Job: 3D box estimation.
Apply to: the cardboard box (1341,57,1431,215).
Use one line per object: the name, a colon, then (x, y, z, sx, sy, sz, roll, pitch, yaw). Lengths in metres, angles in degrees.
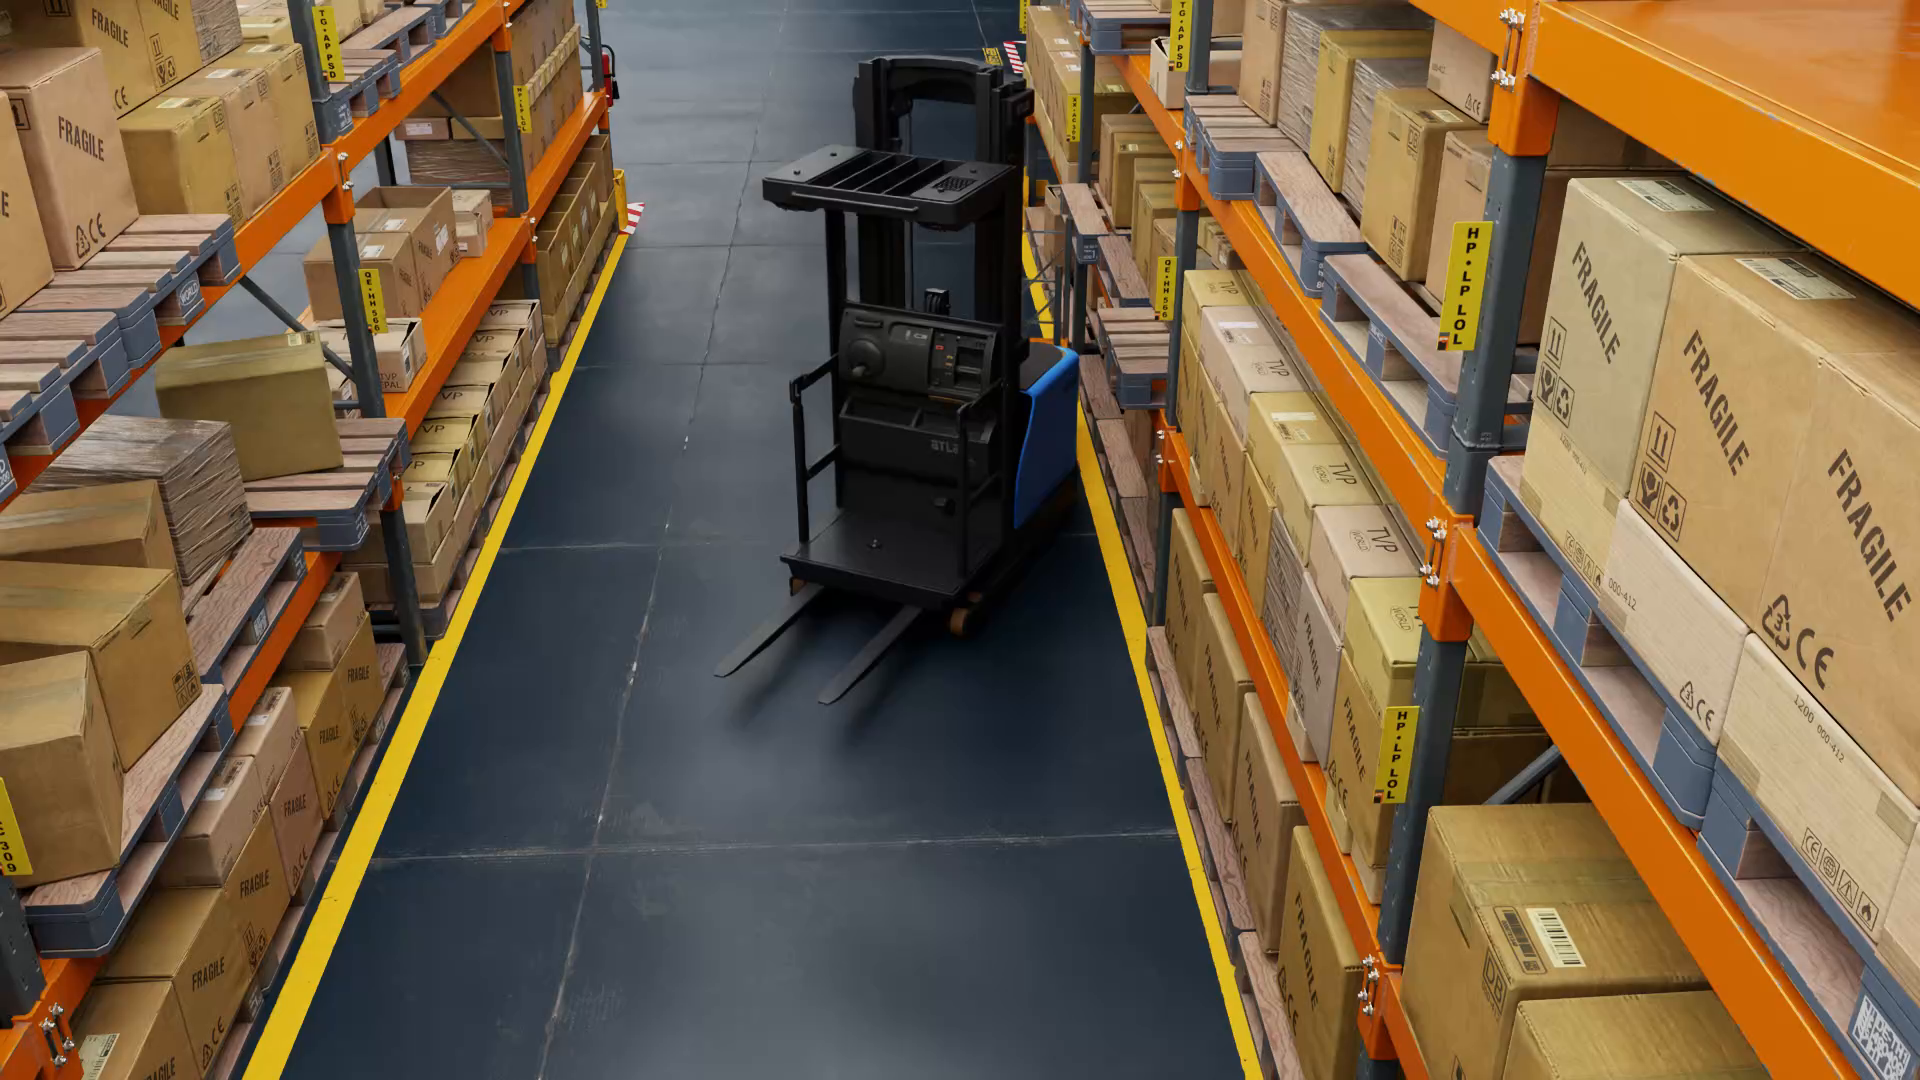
cardboard box: (1.778, -1.400, 5.862, 0.700, 0.500, 0.500, -1, 28, -3)

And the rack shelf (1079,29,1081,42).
rack shelf: (1.248, -4.562, 13.287, 1.077, 0.370, 4.000, -1, 28, -3)

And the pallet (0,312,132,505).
pallet: (-3.141, -0.361, 4.658, 1.213, 0.211, 1.003, -1, 28, -3)

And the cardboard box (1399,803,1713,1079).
cardboard box: (1.782, 1.185, 4.410, 0.980, 0.700, 0.700, -1, 28, -2)

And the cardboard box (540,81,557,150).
cardboard box: (-3.708, -3.467, 13.545, 0.700, 0.500, 0.500, -1, 28, -1)

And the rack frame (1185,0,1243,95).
rack frame: (1.561, -3.440, 7.115, 1.000, 3.000, 0.127, -1, 28, -3)

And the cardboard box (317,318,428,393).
cardboard box: (-3.239, -1.037, 9.091, 0.500, 0.311, 0.500, -2, 28, -3)

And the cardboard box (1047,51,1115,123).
cardboard box: (0.972, -3.576, 13.193, 0.500, 0.500, 0.500, -2, 28, -4)

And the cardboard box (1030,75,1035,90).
cardboard box: (0.893, -3.944, 14.710, 0.500, 0.250, 0.500, -2, 28, -4)

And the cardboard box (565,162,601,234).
cardboard box: (-3.411, -2.951, 14.372, 0.500, 0.500, 0.500, -1, 28, -3)

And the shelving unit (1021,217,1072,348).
shelving unit: (0.443, -1.270, 11.063, 0.587, 1.500, 1.083, 3, 28, 6)

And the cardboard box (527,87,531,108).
cardboard box: (-3.458, -3.323, 12.568, 0.380, 0.149, 0.250, -2, 28, -3)

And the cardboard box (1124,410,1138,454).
cardboard box: (1.471, -0.901, 10.960, 0.700, 0.500, 0.500, -1, 28, -2)

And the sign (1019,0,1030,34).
sign: (0.602, -4.845, 15.360, 0.100, 0.325, 0.005, -1, 28, -3)

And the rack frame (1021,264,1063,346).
rack frame: (0.383, -1.041, 10.624, 0.500, 1.500, 0.032, 3, 28, 6)

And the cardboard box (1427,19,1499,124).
cardboard box: (1.811, -1.499, 5.242, 0.500, 0.250, 0.500, -2, 28, -4)

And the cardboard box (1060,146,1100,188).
cardboard box: (1.025, -2.781, 12.479, 0.500, 0.250, 0.500, -1, 28, -3)

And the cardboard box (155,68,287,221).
cardboard box: (-3.302, -1.597, 6.716, 0.910, 0.500, 0.500, -1, 28, -3)

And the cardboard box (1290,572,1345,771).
cardboard box: (1.458, 0.440, 5.712, 0.500, 0.500, 0.500, -1, 28, -2)

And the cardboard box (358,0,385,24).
cardboard box: (-3.556, -3.071, 9.359, 0.500, 0.250, 0.500, -4, 28, -7)

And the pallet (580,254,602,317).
pallet: (-3.661, -2.203, 14.245, 1.003, 0.211, 1.213, -1, 28, -3)

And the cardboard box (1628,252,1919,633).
cardboard box: (1.560, -0.186, 2.909, 0.500, 0.500, 0.500, -2, 28, -4)

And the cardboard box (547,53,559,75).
cardboard box: (-3.524, -3.915, 13.704, 0.380, 0.149, 0.250, -1, 28, -1)

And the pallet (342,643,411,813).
pallet: (-3.384, 0.923, 8.251, 1.003, 0.211, 1.213, -1, 28, -3)

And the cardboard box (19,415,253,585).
cardboard box: (-3.383, -0.174, 6.778, 0.700, 0.500, 0.500, 4, 28, 7)

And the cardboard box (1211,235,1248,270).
cardboard box: (1.513, -1.466, 8.531, 0.380, 0.149, 0.250, -5, 28, -9)

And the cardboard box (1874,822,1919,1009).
cardboard box: (1.615, 0.608, 2.197, 0.500, 0.250, 0.500, -2, 28, -4)

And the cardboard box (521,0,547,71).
cardboard box: (-3.702, -4.026, 13.214, 0.700, 0.500, 0.500, -1, 28, -3)

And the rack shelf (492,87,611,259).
rack shelf: (-3.699, -3.111, 13.748, 1.077, 0.370, 4.000, -1, 28, -3)

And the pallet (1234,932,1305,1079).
pallet: (1.655, 1.949, 6.285, 1.003, 0.211, 1.213, -1, 28, -3)

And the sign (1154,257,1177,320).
sign: (1.020, -1.241, 8.219, 0.100, 0.325, 0.005, -1, 28, -3)

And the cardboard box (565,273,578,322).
cardboard box: (-3.337, -1.926, 13.217, 0.500, 0.250, 0.500, -1, 28, -3)

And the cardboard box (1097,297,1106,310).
cardboard box: (1.295, -1.812, 13.070, 0.380, 0.166, 0.250, -5, 28, -9)

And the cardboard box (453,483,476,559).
cardboard box: (-3.147, -0.107, 9.730, 0.500, 0.250, 0.500, -2, 28, -4)

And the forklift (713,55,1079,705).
forklift: (-0.326, -0.990, 8.979, 1.130, 2.935, 3.031, 12, 30, 22)

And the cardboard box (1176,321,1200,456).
cardboard box: (1.331, -0.735, 7.964, 0.500, 0.500, 0.500, -1, 28, -1)

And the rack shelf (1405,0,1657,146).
rack shelf: (1.666, -2.020, 5.603, 1.077, 0.370, 4.000, -1, 28, -3)

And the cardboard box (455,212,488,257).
cardboard box: (-3.365, -2.045, 11.072, 0.396, 0.266, 0.258, -2, 28, -4)

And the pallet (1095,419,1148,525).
pallet: (1.461, -0.467, 10.916, 1.003, 0.211, 1.213, -1, 28, -3)

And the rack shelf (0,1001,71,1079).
rack shelf: (-3.072, 2.431, 3.123, 1.077, 0.370, 4.000, -1, 28, -3)

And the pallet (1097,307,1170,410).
pallet: (1.418, -1.022, 9.172, 1.213, 0.211, 1.003, -1, 28, -3)

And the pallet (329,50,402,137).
pallet: (-3.510, -2.216, 8.216, 1.213, 0.211, 1.003, 0, 28, 0)

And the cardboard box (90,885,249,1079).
cardboard box: (-2.997, 1.626, 6.115, 0.500, 0.500, 0.500, -1, 28, -2)

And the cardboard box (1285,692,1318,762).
cardboard box: (1.392, 0.663, 5.985, 0.380, 0.149, 0.250, -1, 28, -3)

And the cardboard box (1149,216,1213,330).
cardboard box: (1.471, -1.494, 9.286, 0.700, 0.500, 0.500, -4, 28, -7)

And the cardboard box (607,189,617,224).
cardboard box: (-3.480, -3.080, 15.430, 0.500, 0.250, 0.500, -1, 28, -3)

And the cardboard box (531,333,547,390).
cardboard box: (-3.283, -1.289, 11.996, 0.500, 0.250, 0.500, -2, 28, -3)

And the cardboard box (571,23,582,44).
cardboard box: (-3.593, -4.513, 14.850, 0.380, 0.149, 0.250, -2, 28, -4)

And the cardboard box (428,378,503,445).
cardboard box: (-3.207, -0.839, 10.527, 0.500, 0.311, 0.500, -2, 28, -3)

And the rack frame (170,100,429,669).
rack frame: (-3.385, -0.659, 8.269, 1.000, 3.000, 0.127, -1, 28, -3)

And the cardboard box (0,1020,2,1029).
cardboard box: (-3.489, 1.881, 5.628, 0.500, 0.500, 0.500, -2, 28, -3)

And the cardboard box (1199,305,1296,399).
cardboard box: (1.356, -0.834, 7.342, 0.500, 0.250, 0.500, -2, 28, -3)
